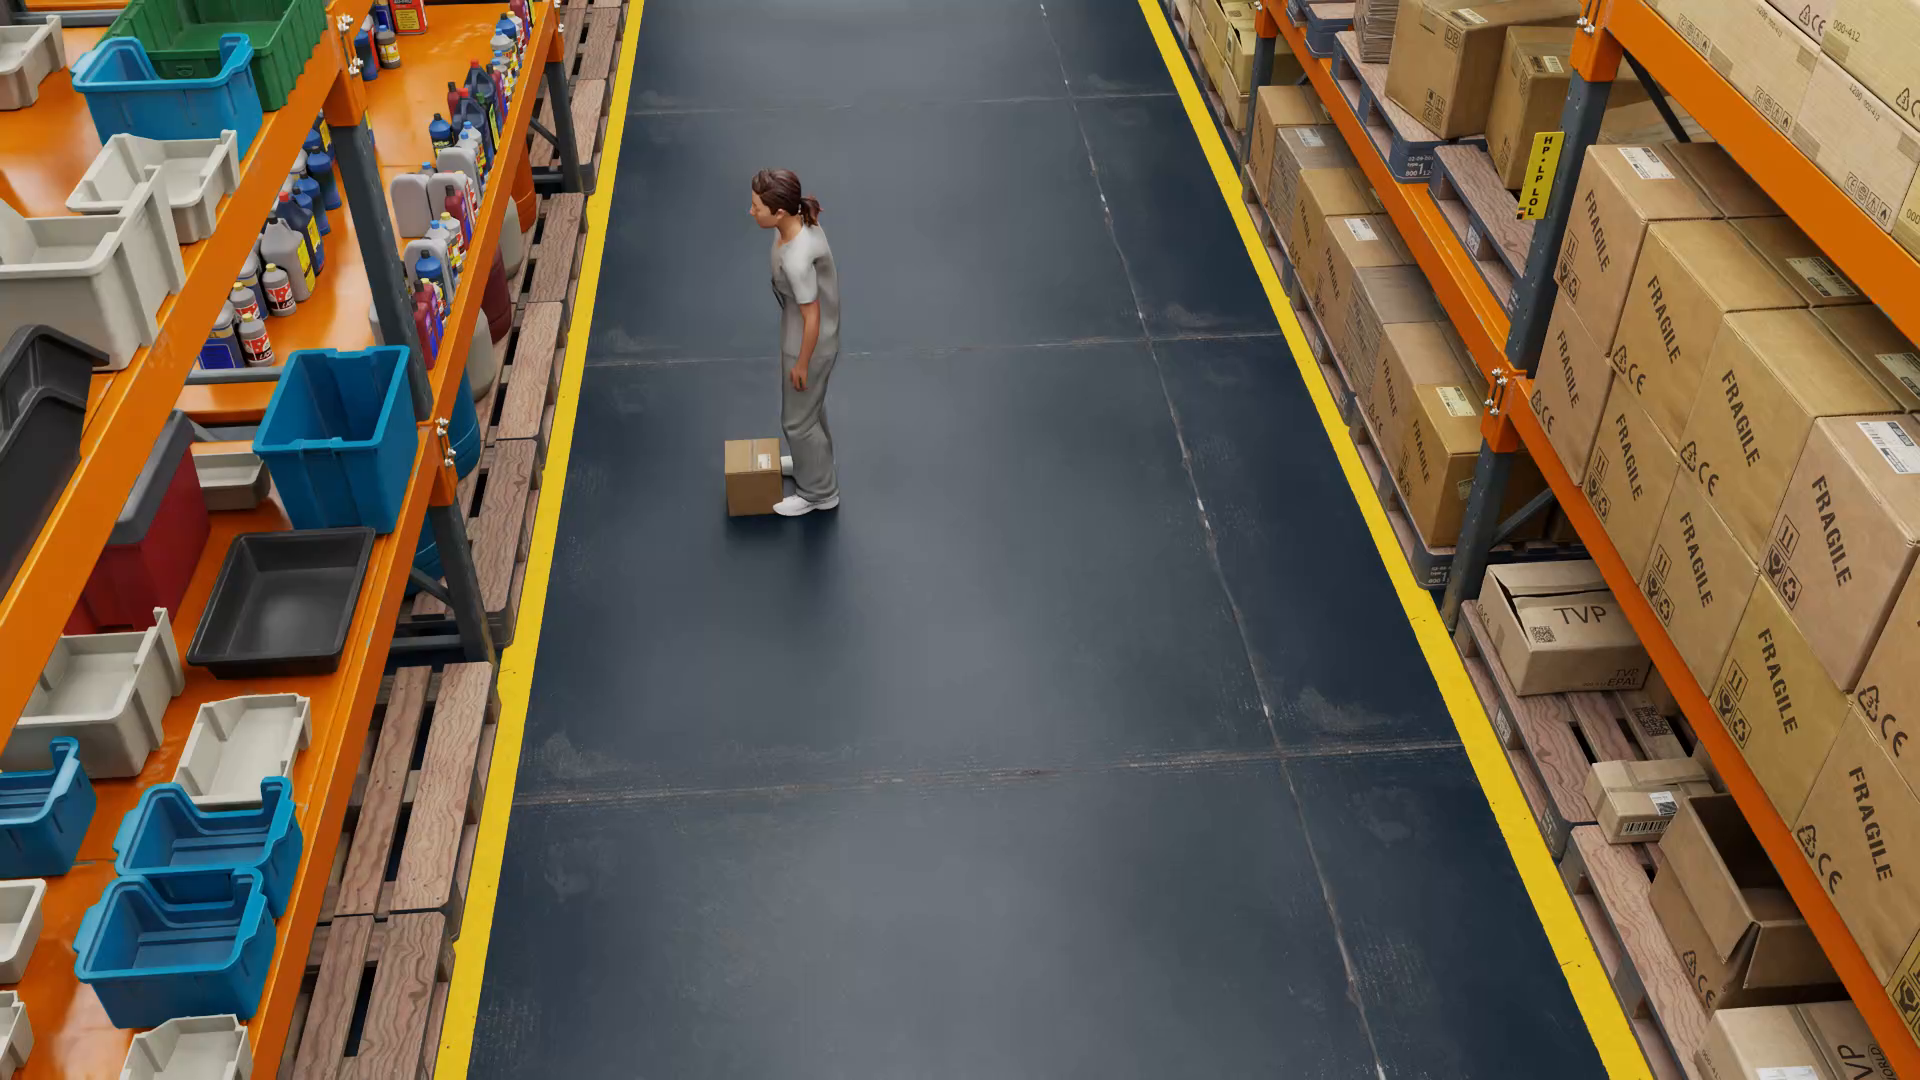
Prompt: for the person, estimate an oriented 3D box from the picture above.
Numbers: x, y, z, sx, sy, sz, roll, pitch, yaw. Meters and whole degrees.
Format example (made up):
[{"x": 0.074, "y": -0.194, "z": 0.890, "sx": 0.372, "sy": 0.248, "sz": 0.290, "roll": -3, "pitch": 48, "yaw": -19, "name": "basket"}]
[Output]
[{"x": -0.696, "y": -0.859, "z": 7.208, "sx": 0.362, "sy": 1.671, "sz": 0.504, "roll": -5, "pitch": 40, "yaw": -6, "name": "person"}]
